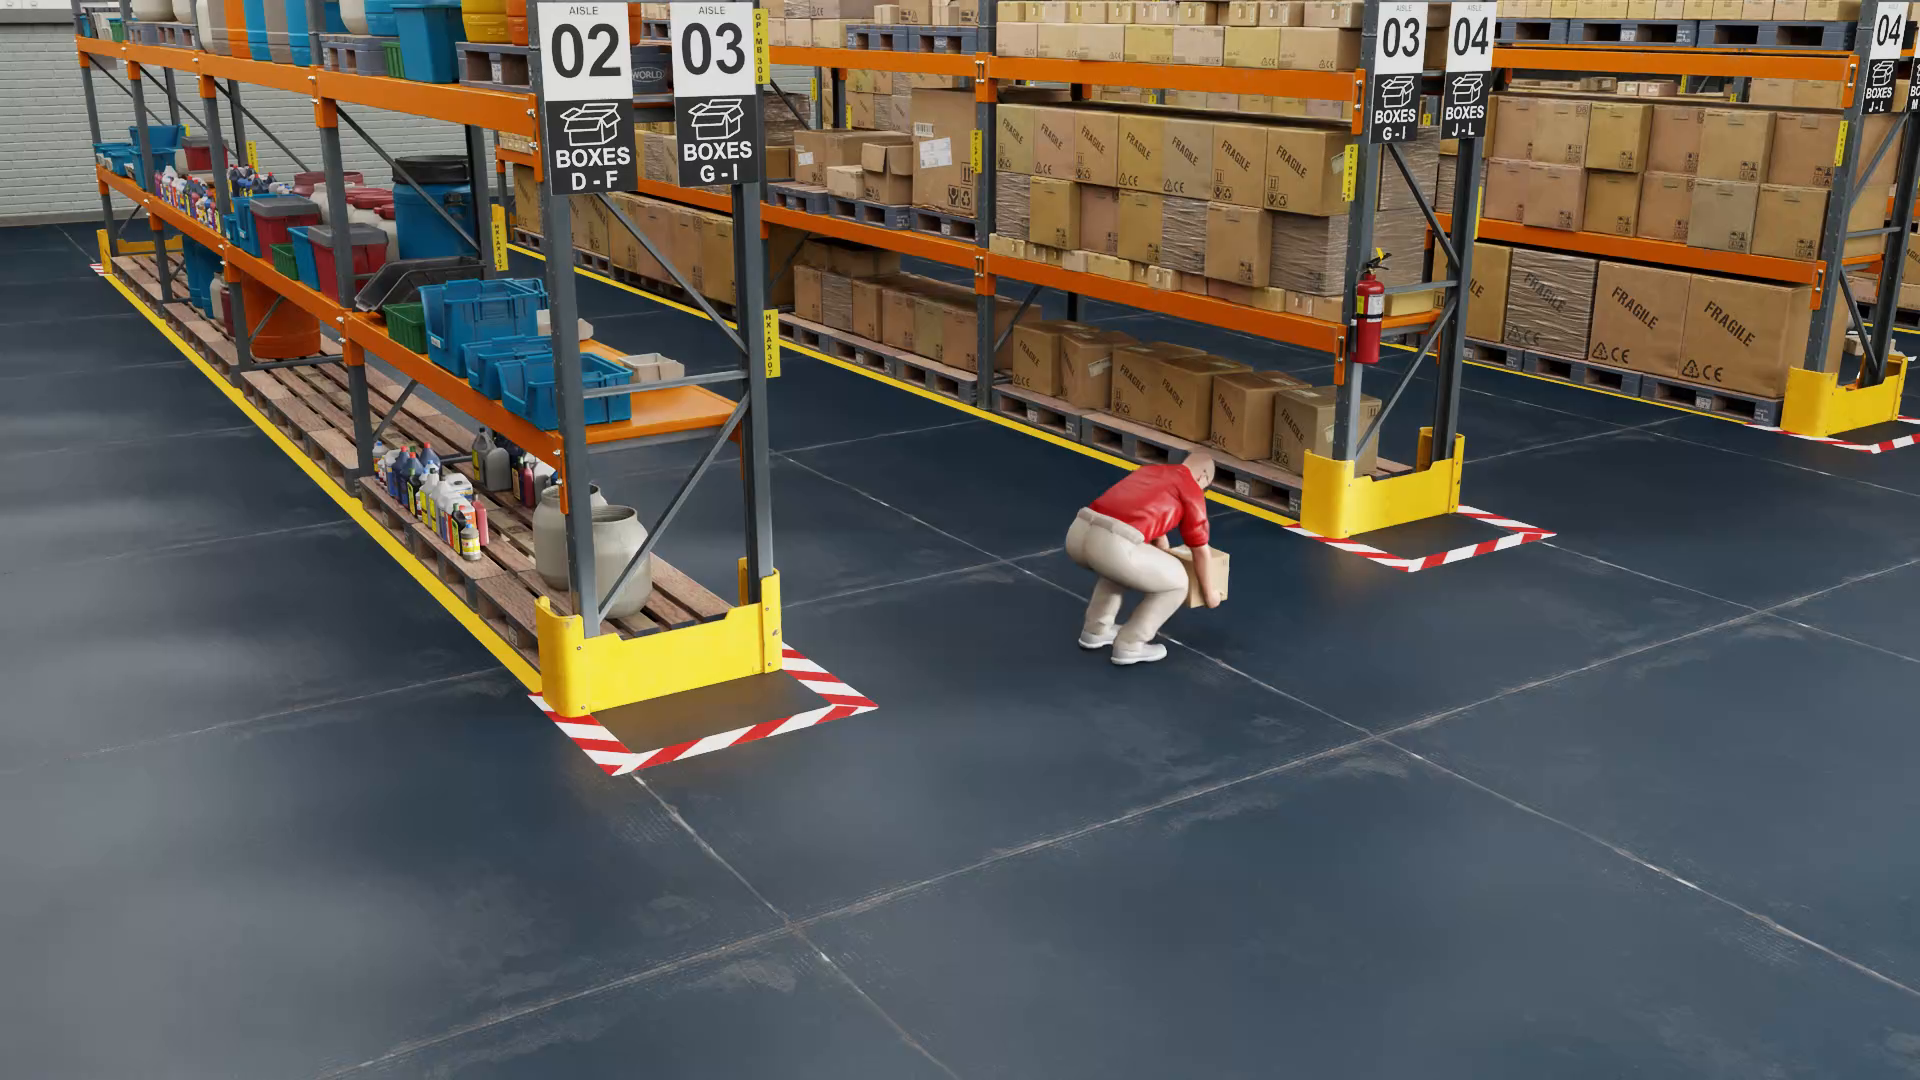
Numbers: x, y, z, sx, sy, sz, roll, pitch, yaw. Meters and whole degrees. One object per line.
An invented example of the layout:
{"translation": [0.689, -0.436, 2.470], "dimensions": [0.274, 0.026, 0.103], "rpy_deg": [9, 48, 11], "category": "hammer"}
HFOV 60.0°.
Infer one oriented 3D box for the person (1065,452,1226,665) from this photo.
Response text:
{"translation": [0.956, 0.086, 8.541], "dimensions": [0.918, 0.980, 0.542], "rpy_deg": [-12, 22, -33], "category": "person"}
